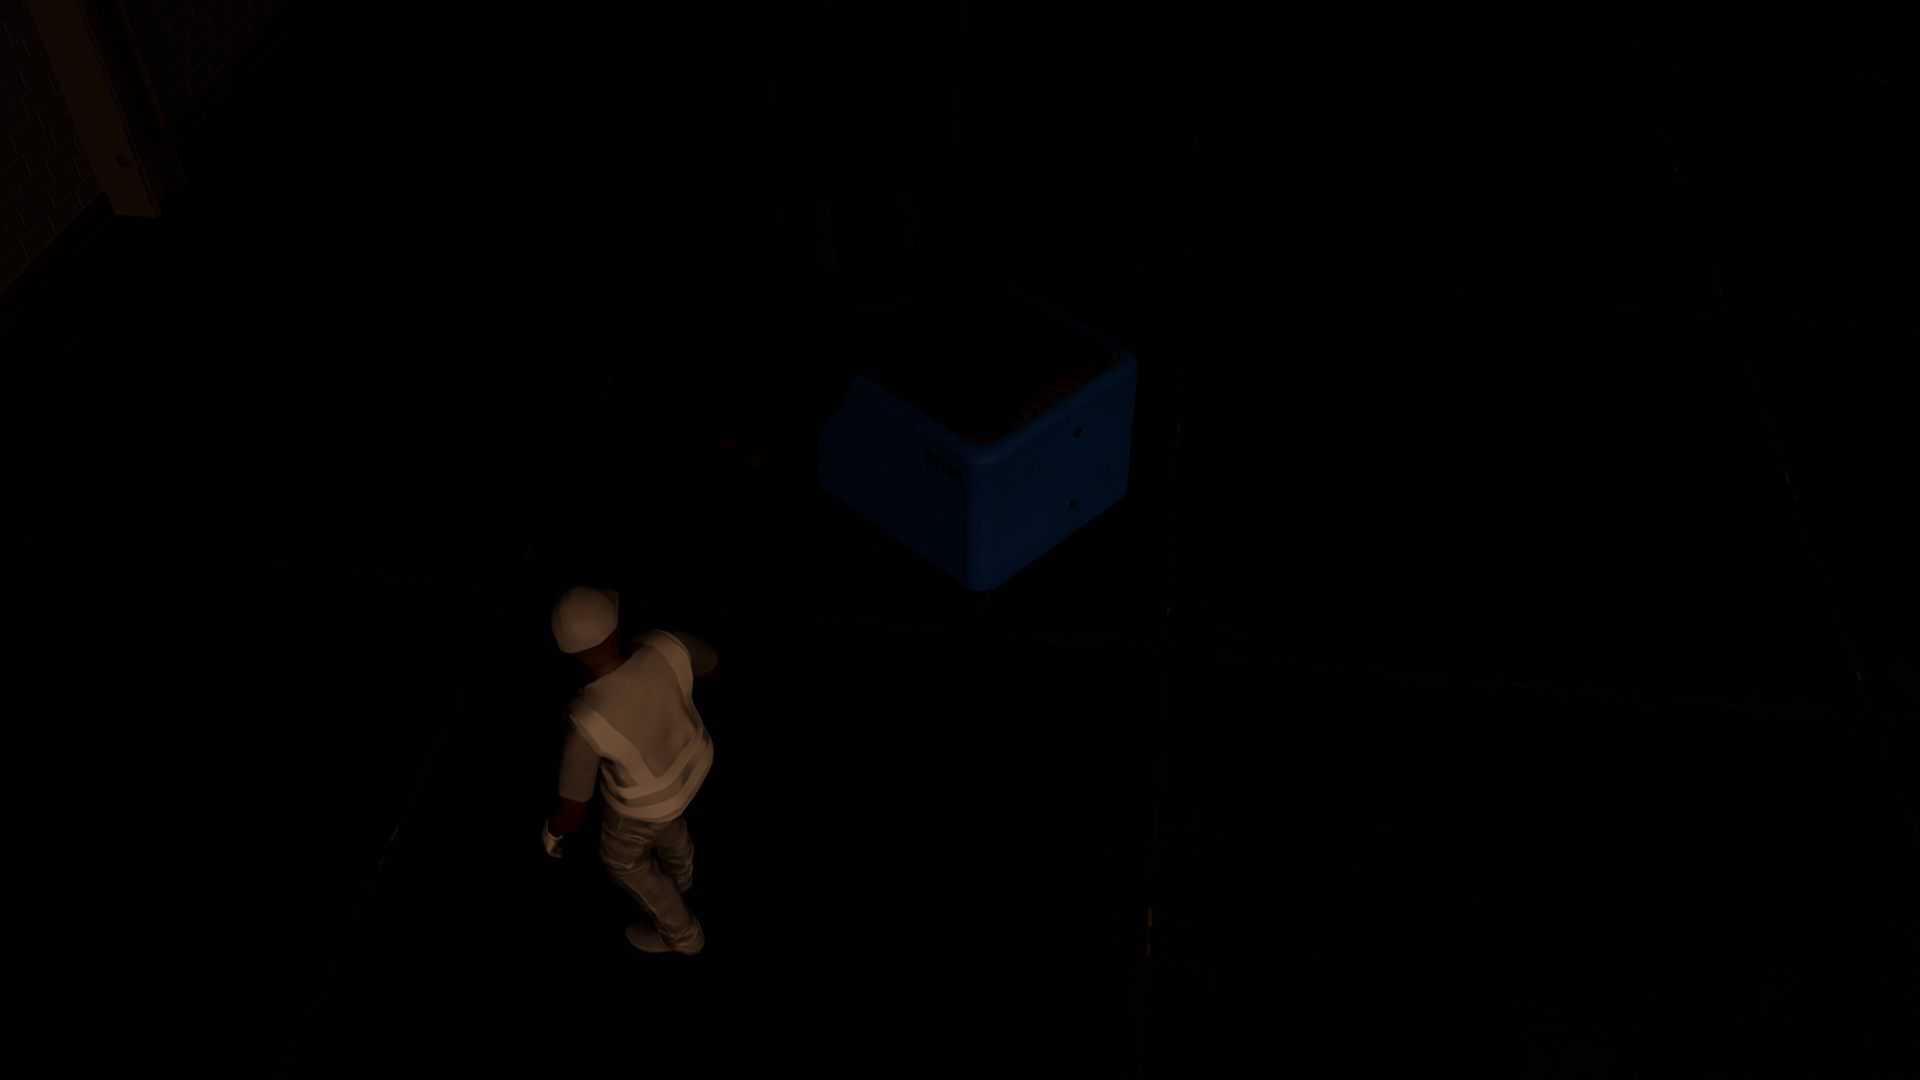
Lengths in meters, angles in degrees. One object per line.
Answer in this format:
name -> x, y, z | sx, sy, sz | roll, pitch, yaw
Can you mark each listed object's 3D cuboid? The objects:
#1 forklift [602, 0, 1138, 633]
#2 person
forklift -> -0.609, -1.561, 7.424 | 3.031, 2.935, 1.130 | 34, 52, 31
person -> -1.152, 0.809, 5.728 | 0.518, 1.742, 0.763 | 17, 45, 18
